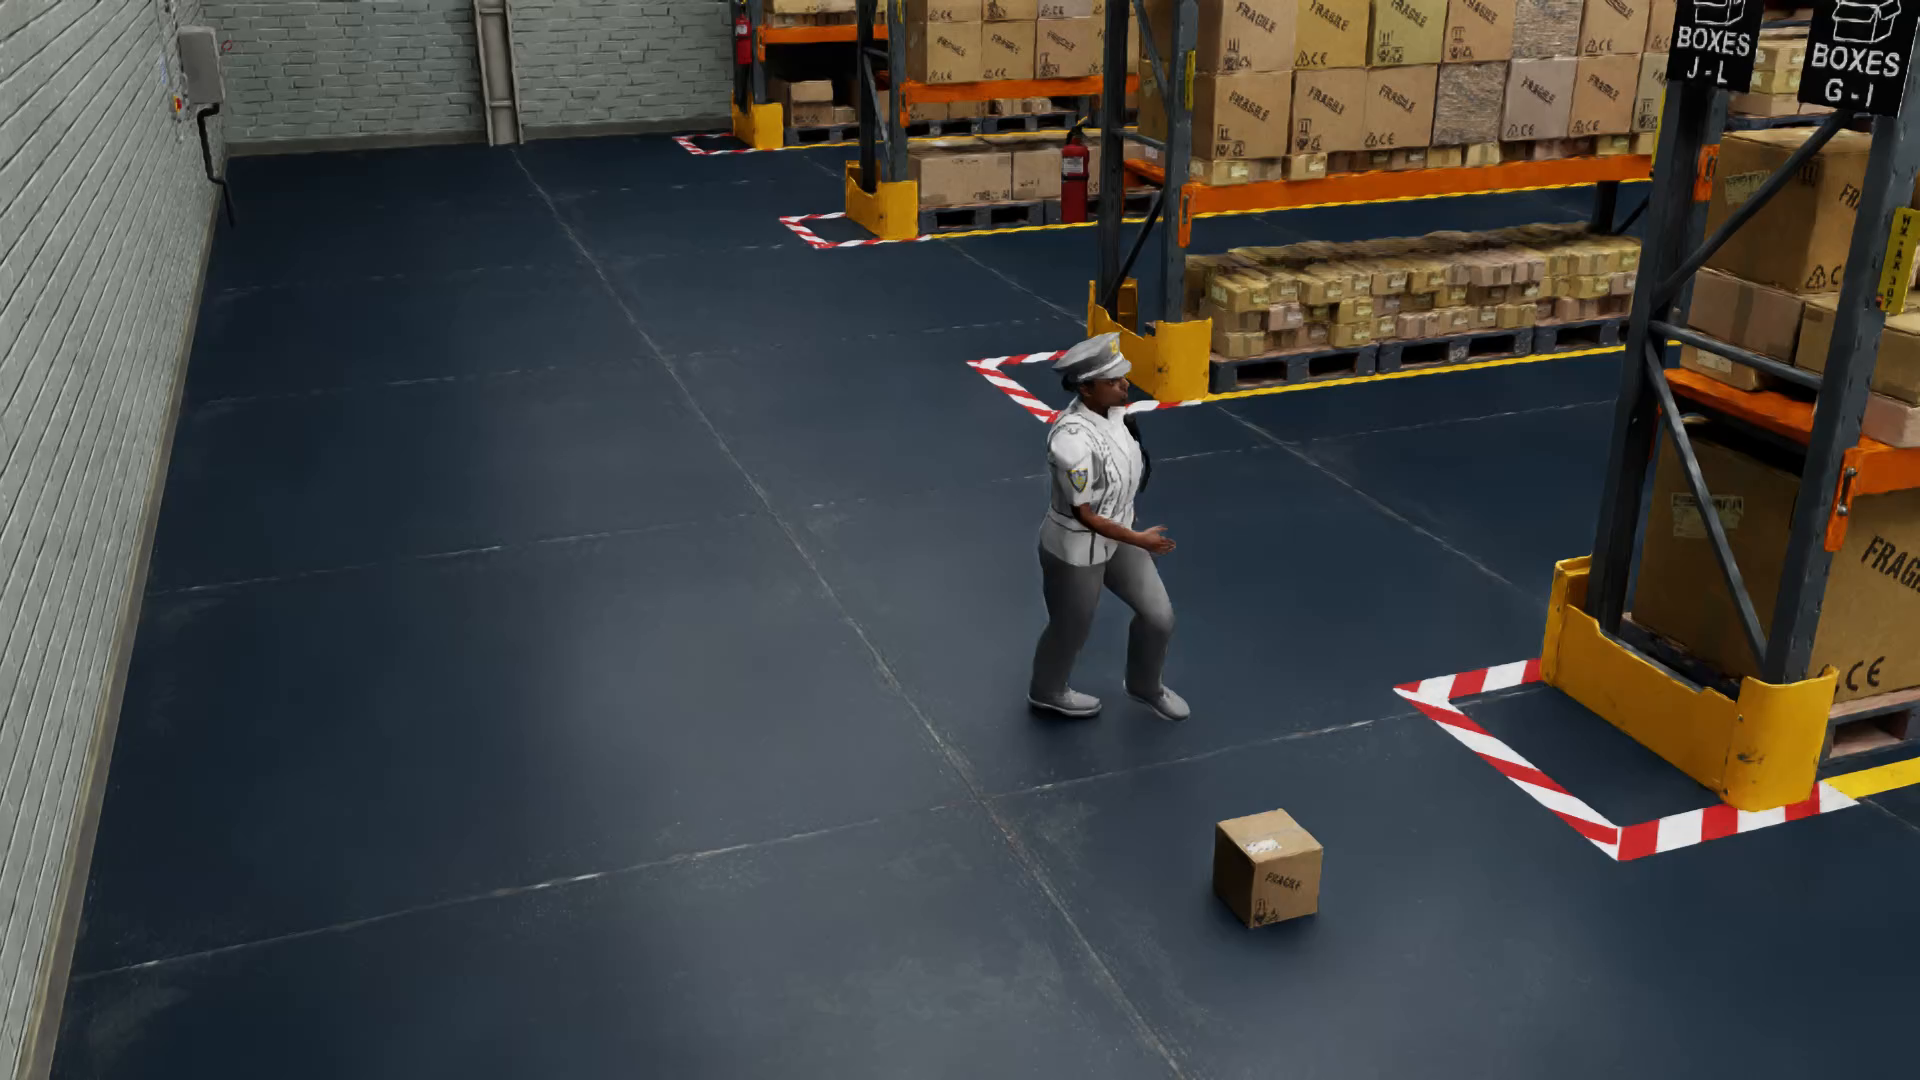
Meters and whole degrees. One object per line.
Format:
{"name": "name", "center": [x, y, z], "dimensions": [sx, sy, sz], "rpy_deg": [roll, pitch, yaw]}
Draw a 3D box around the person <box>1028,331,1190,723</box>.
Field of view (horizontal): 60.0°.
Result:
{"name": "person", "center": [0.503, -0.009, 6.143], "dimensions": [0.608, 1.659, 0.665], "rpy_deg": [12, 26, 27]}
